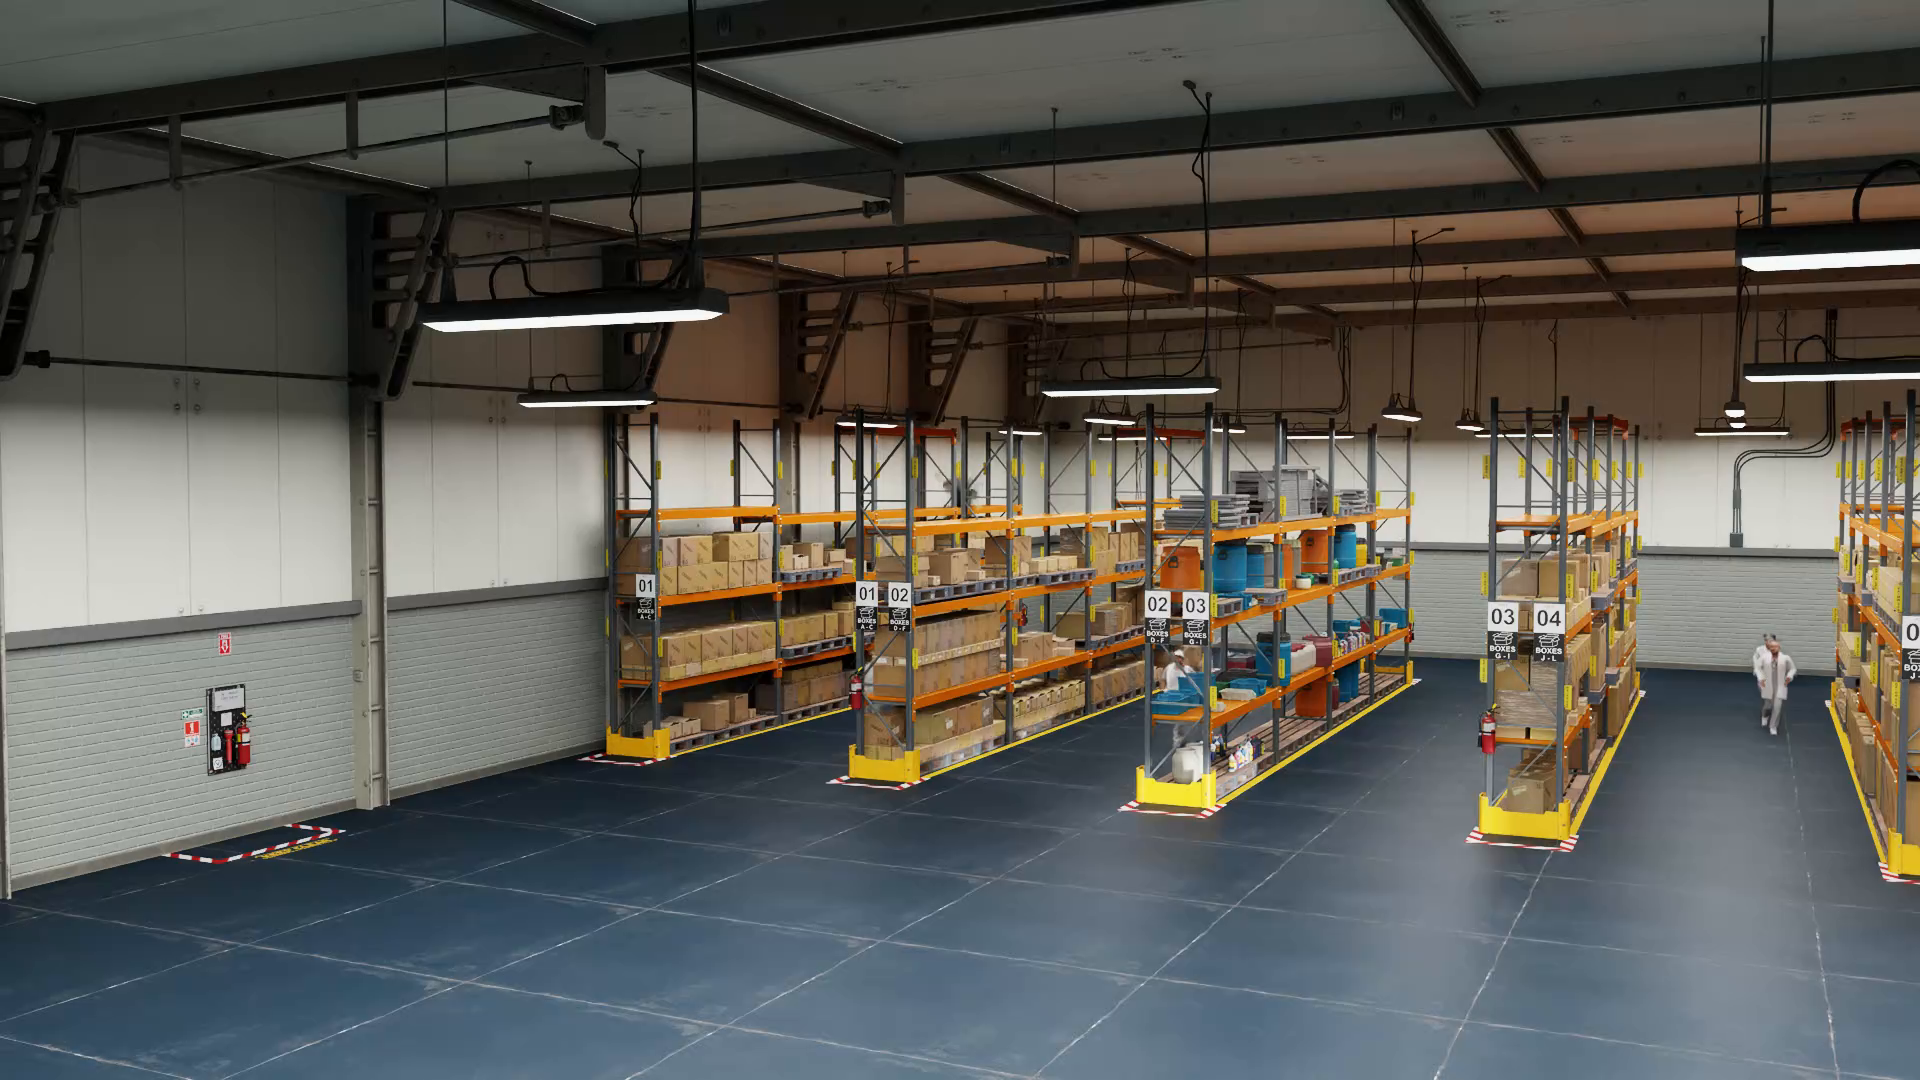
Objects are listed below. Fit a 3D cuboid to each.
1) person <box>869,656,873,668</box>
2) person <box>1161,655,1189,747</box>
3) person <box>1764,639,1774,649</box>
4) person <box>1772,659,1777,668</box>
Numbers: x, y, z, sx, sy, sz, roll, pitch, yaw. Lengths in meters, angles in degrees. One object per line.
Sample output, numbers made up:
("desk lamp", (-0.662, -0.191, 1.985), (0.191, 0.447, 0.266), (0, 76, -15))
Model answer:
("person", (-1.645, 2.527, 30.250), (0.597, 0.816, 0.433), (1, 3, 22))
("person", (3.982, 2.883, 30.251), (0.673, 1.702, 0.665), (1, 3, 25))
("person", (16.604, 2.128, 34.125), (0.284, 0.358, 0.248), (1, 3, 32))
("person", (15.435, 2.340, 31.515), (0.073, 0.147, 0.076), (1, 3, 27))
